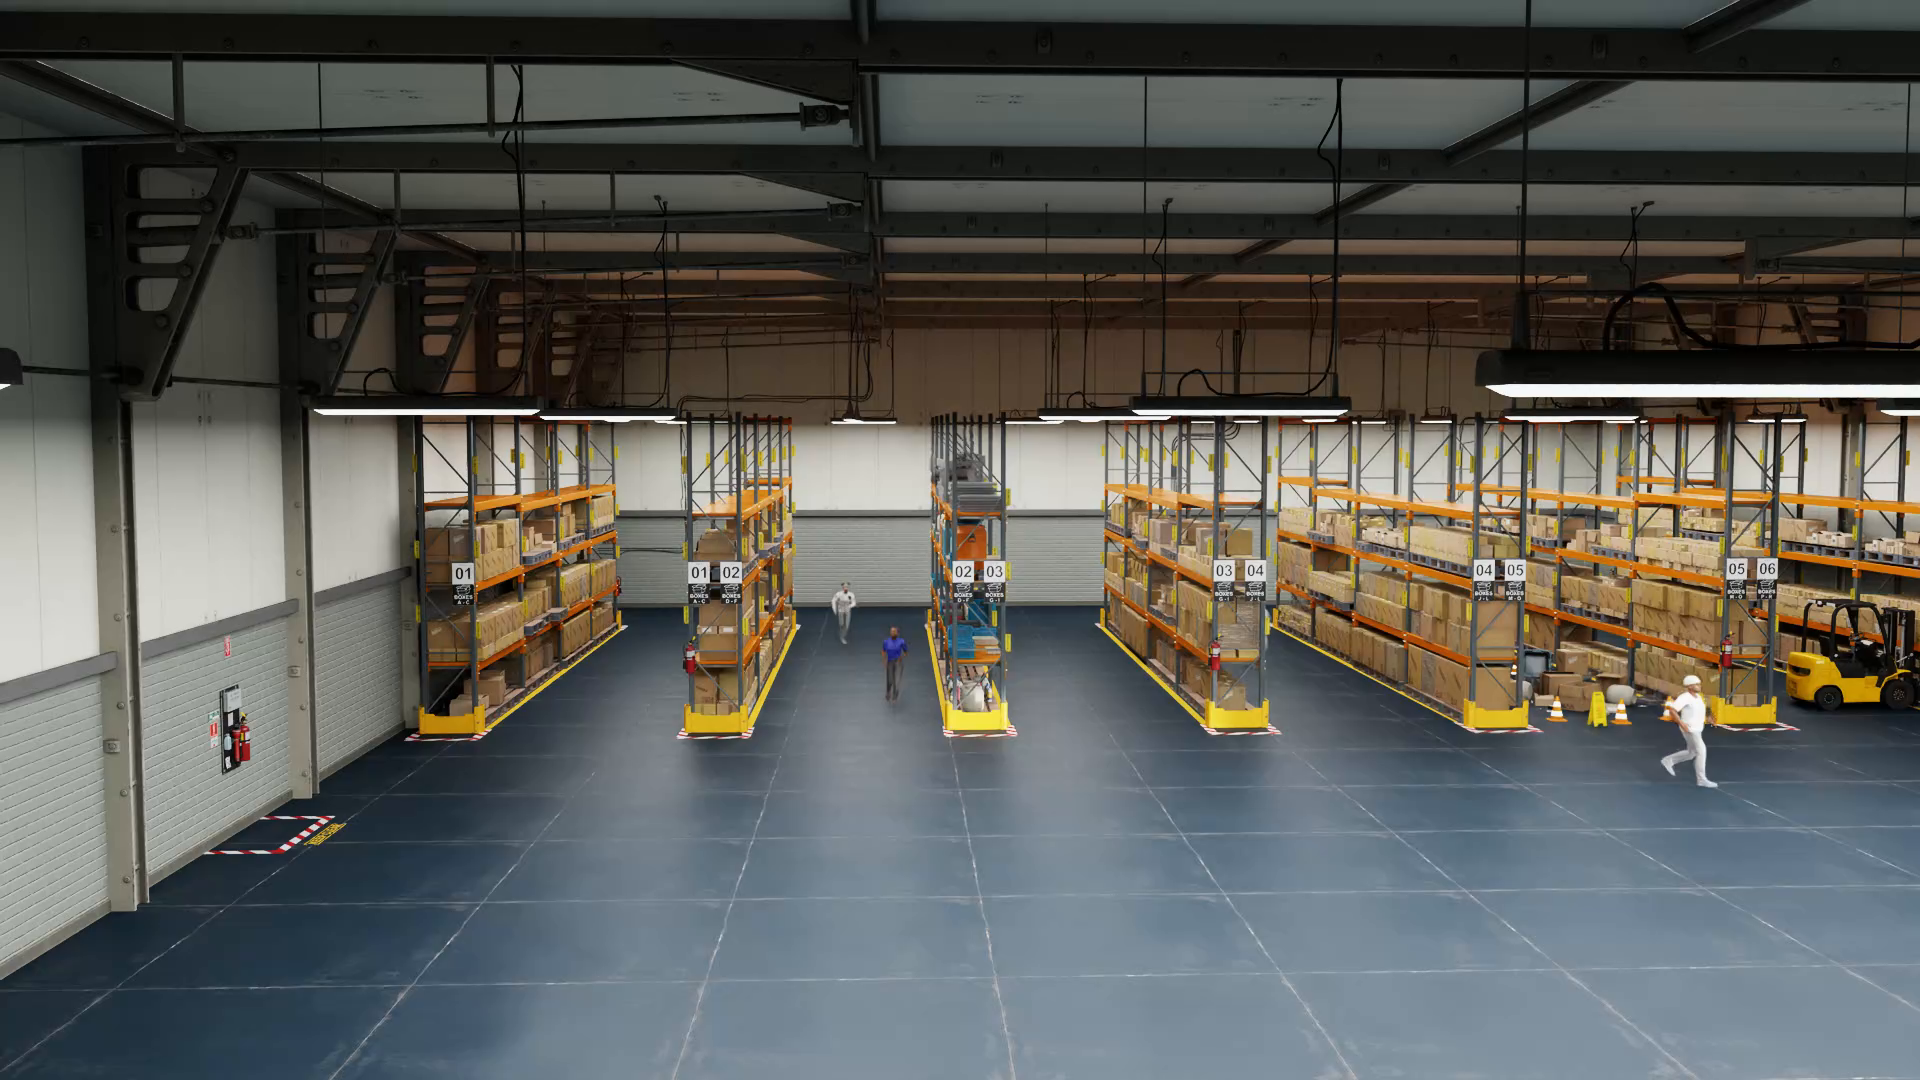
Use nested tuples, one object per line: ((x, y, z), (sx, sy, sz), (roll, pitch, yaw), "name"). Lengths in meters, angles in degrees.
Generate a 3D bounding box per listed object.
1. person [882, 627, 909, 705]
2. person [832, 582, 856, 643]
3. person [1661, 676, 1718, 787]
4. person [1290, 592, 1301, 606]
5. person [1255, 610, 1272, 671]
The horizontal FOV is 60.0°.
((-1.340, 2.592, 34.211), (0.566, 1.623, 0.571), (0, 4, 2), "person")
((-3.054, 1.915, 43.909), (0.612, 1.629, 0.571), (-1, 4, -11), "person")
((11.656, 3.029, 26.552), (0.931, 1.746, 0.731), (4, 5, 43), "person")
((10.003, 1.604, 49.042), (0.639, 1.561, 0.568), (0, 4, 1), "person")
((7.008, 2.205, 38.991), (0.684, 1.732, 0.602), (-1, 4, -13), "person")
